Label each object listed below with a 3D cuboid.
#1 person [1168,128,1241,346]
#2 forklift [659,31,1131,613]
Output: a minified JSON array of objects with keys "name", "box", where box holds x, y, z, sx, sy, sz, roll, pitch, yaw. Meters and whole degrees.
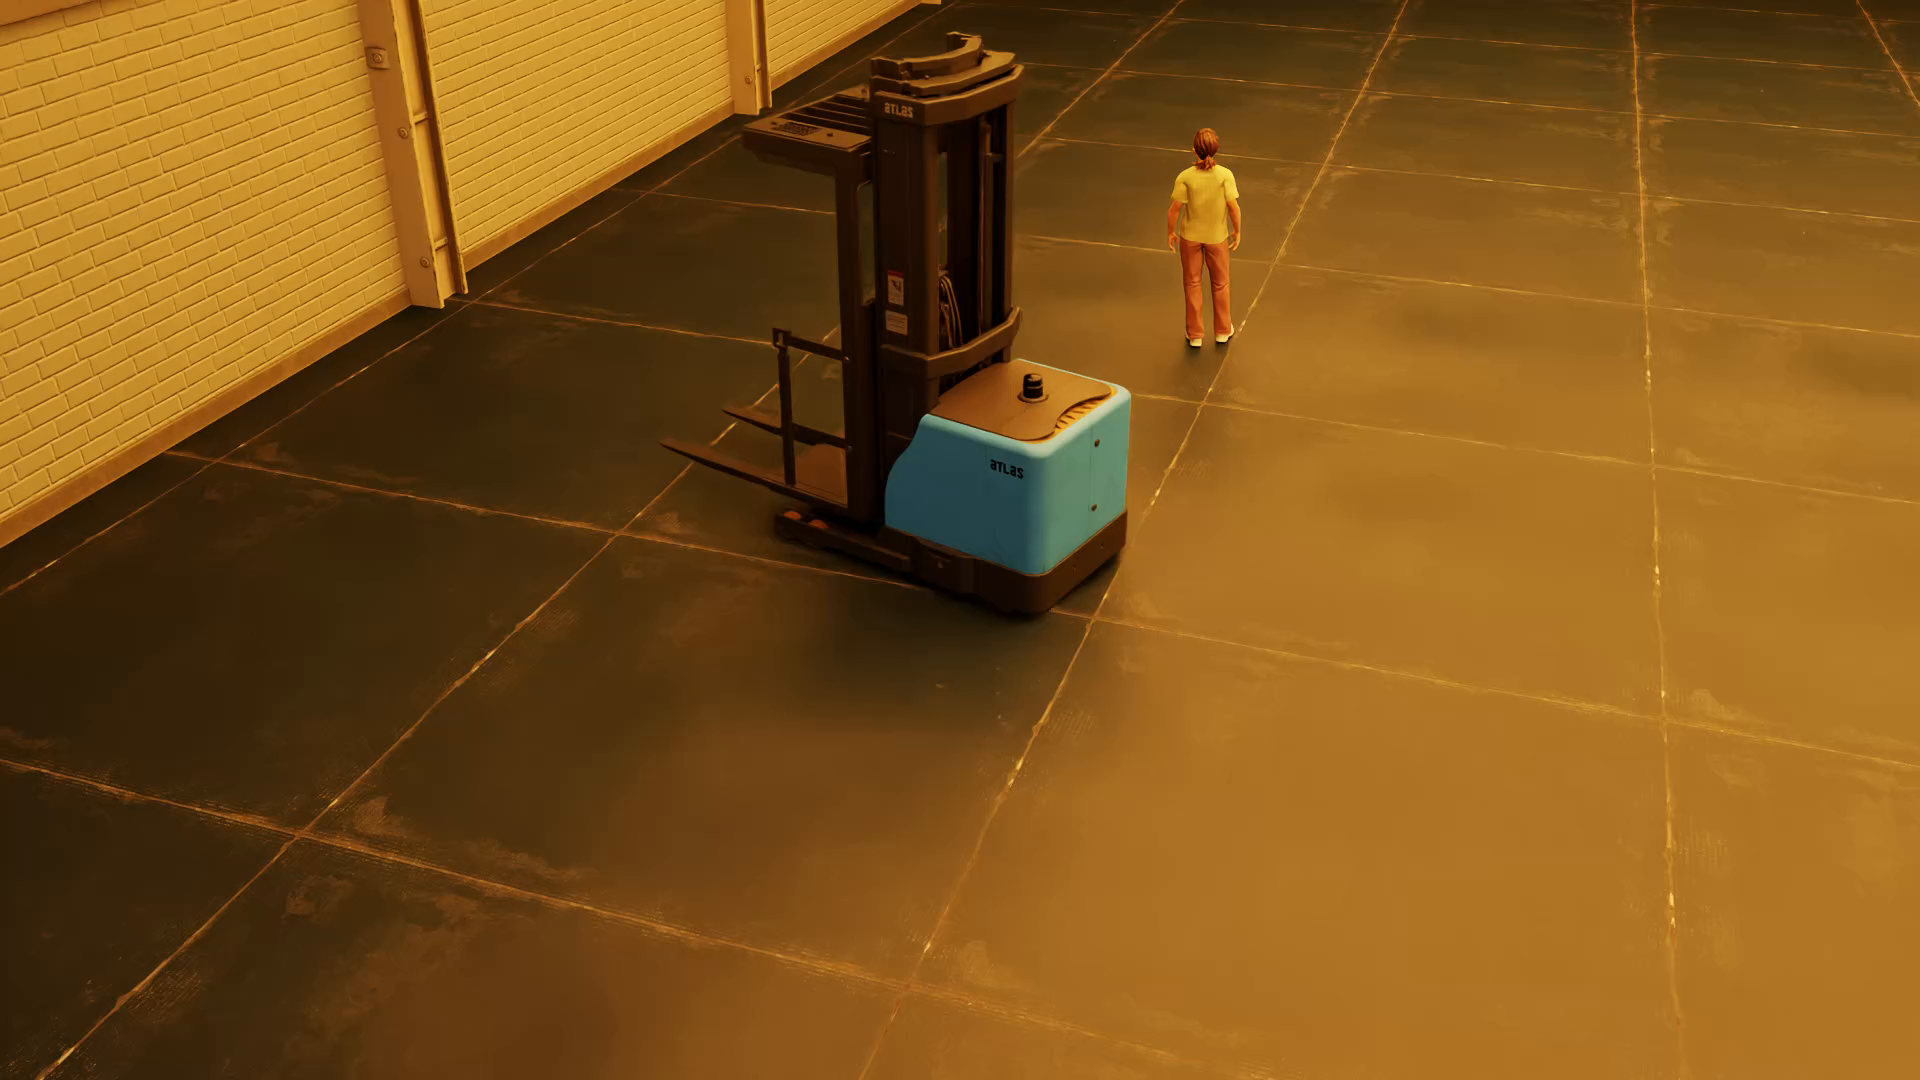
[{"name":"person","box":[1.817,-2.256,12.347,0.554,1.673,0.548,5,30,8]},{"name":"forklift","box":[-0.516,-1.424,9.635,3.031,2.935,1.130,19,35,30]}]
